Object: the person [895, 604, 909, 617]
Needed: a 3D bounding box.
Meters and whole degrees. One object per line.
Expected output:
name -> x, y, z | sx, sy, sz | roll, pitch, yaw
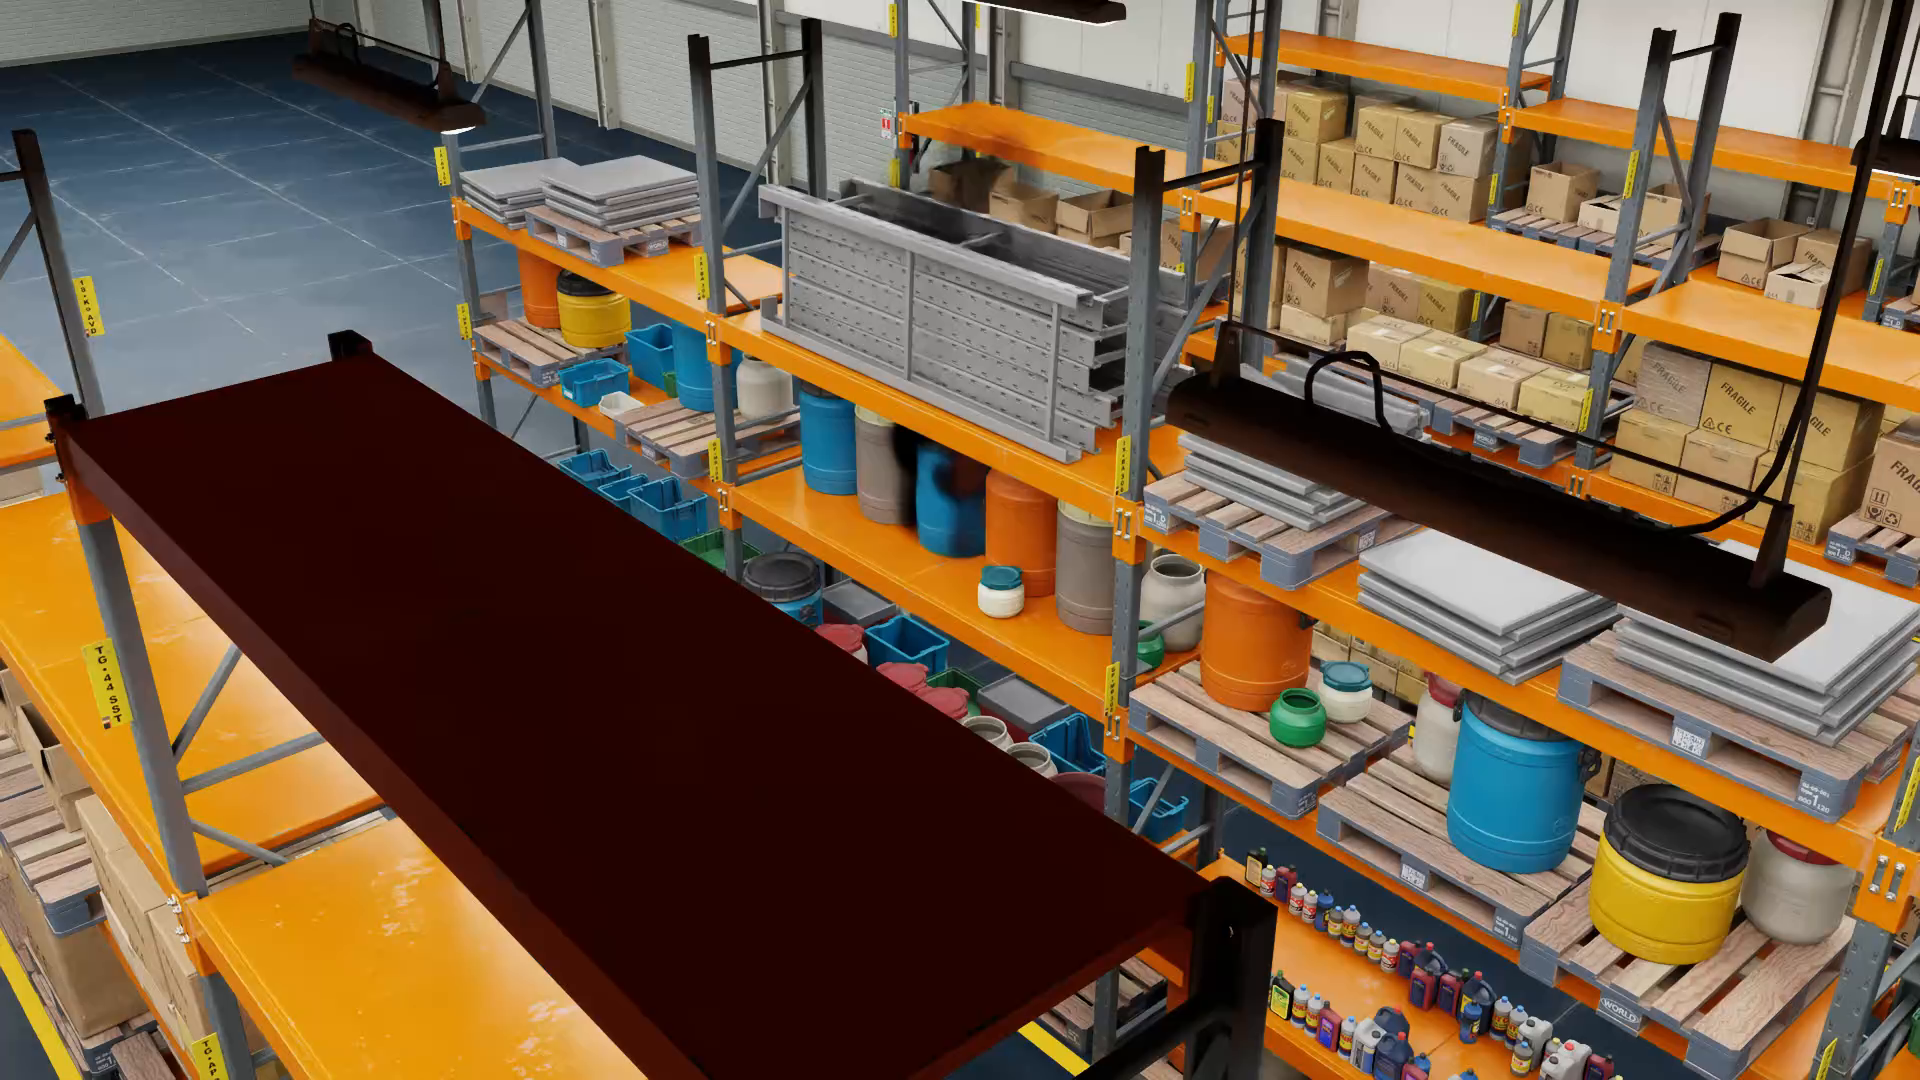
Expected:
person -> -0.615, 0.559, 14.640 | 0.587, 1.678, 0.815 | -19, 33, -33
